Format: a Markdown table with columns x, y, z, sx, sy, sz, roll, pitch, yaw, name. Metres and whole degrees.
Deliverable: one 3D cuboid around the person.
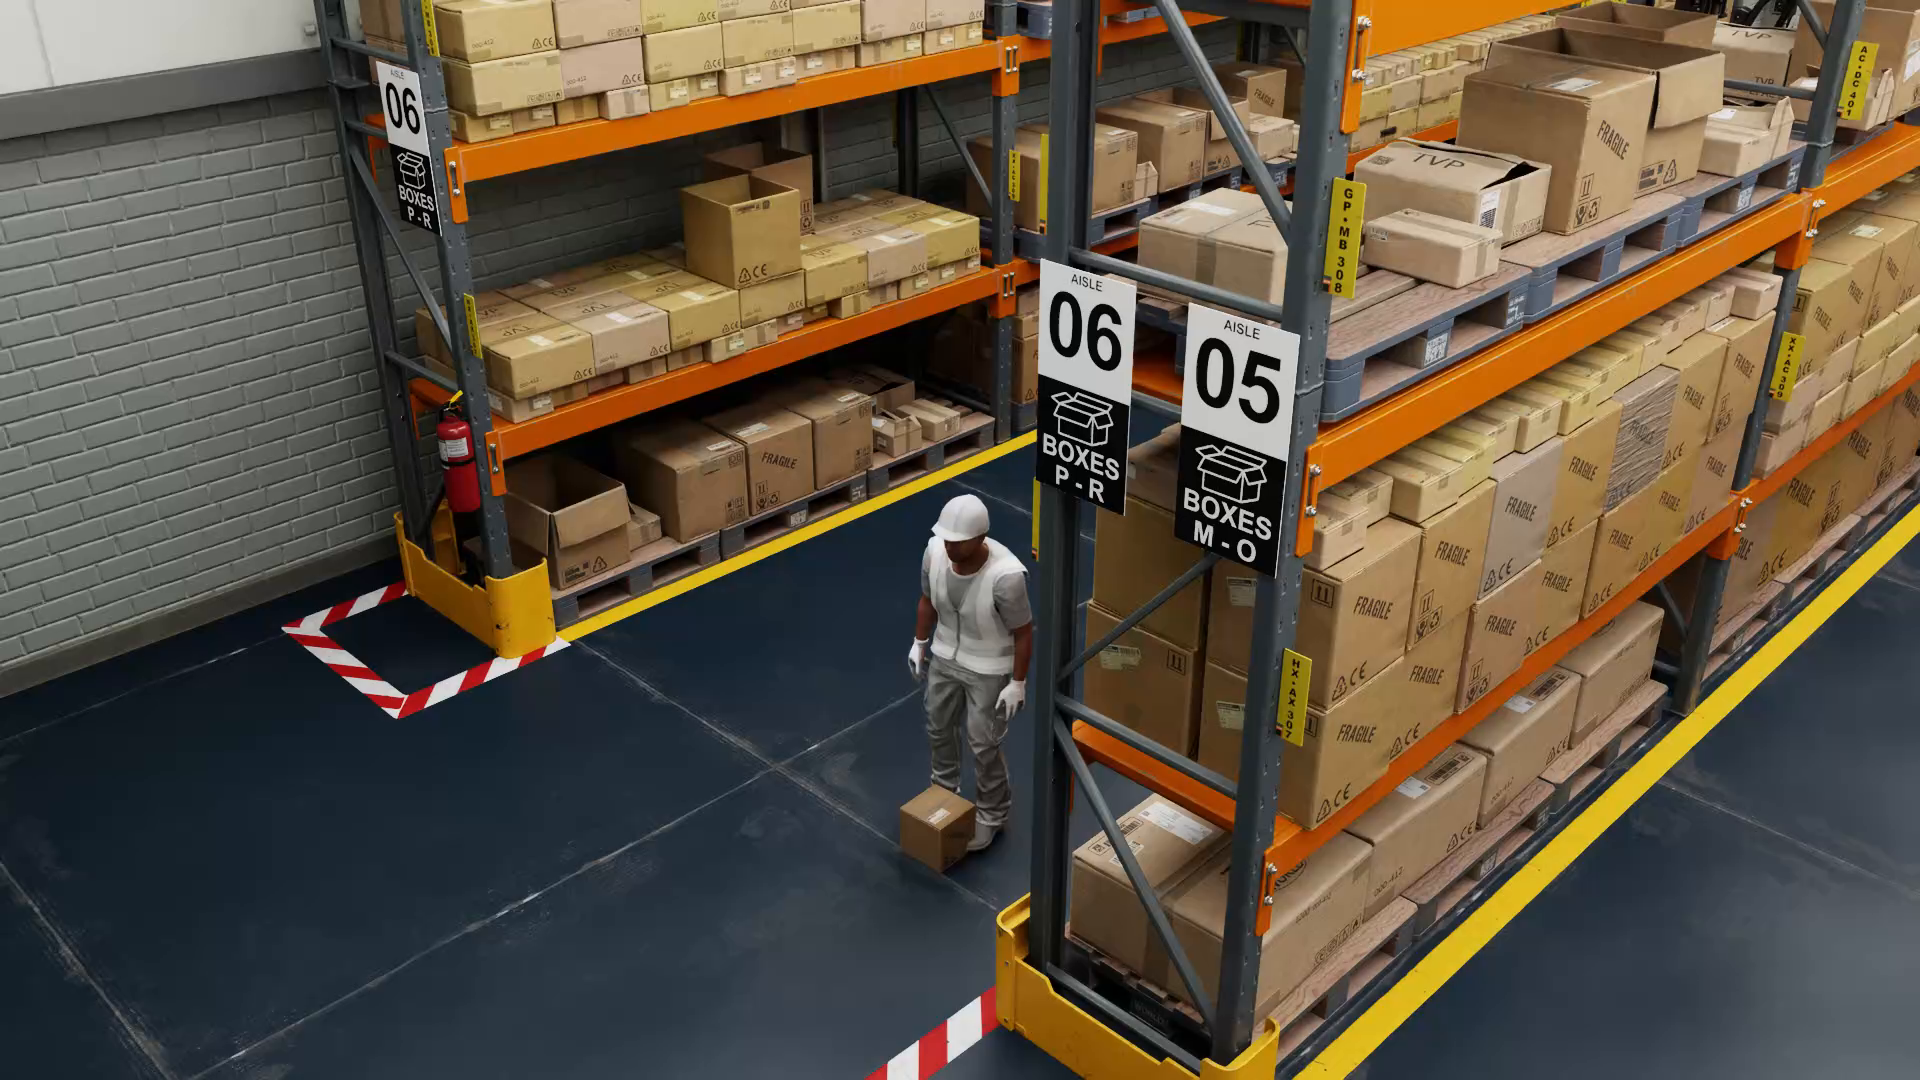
| x | y | z | sx | sy | sz | roll | pitch | yaw | name |
| --- | --- | --- | --- | --- | --- | --- | --- | --- | --- |
| 0.039 | 0.574 | 7.506 | 0.627 | 1.774 | 0.450 | 20 | 34 | 34 | person |
